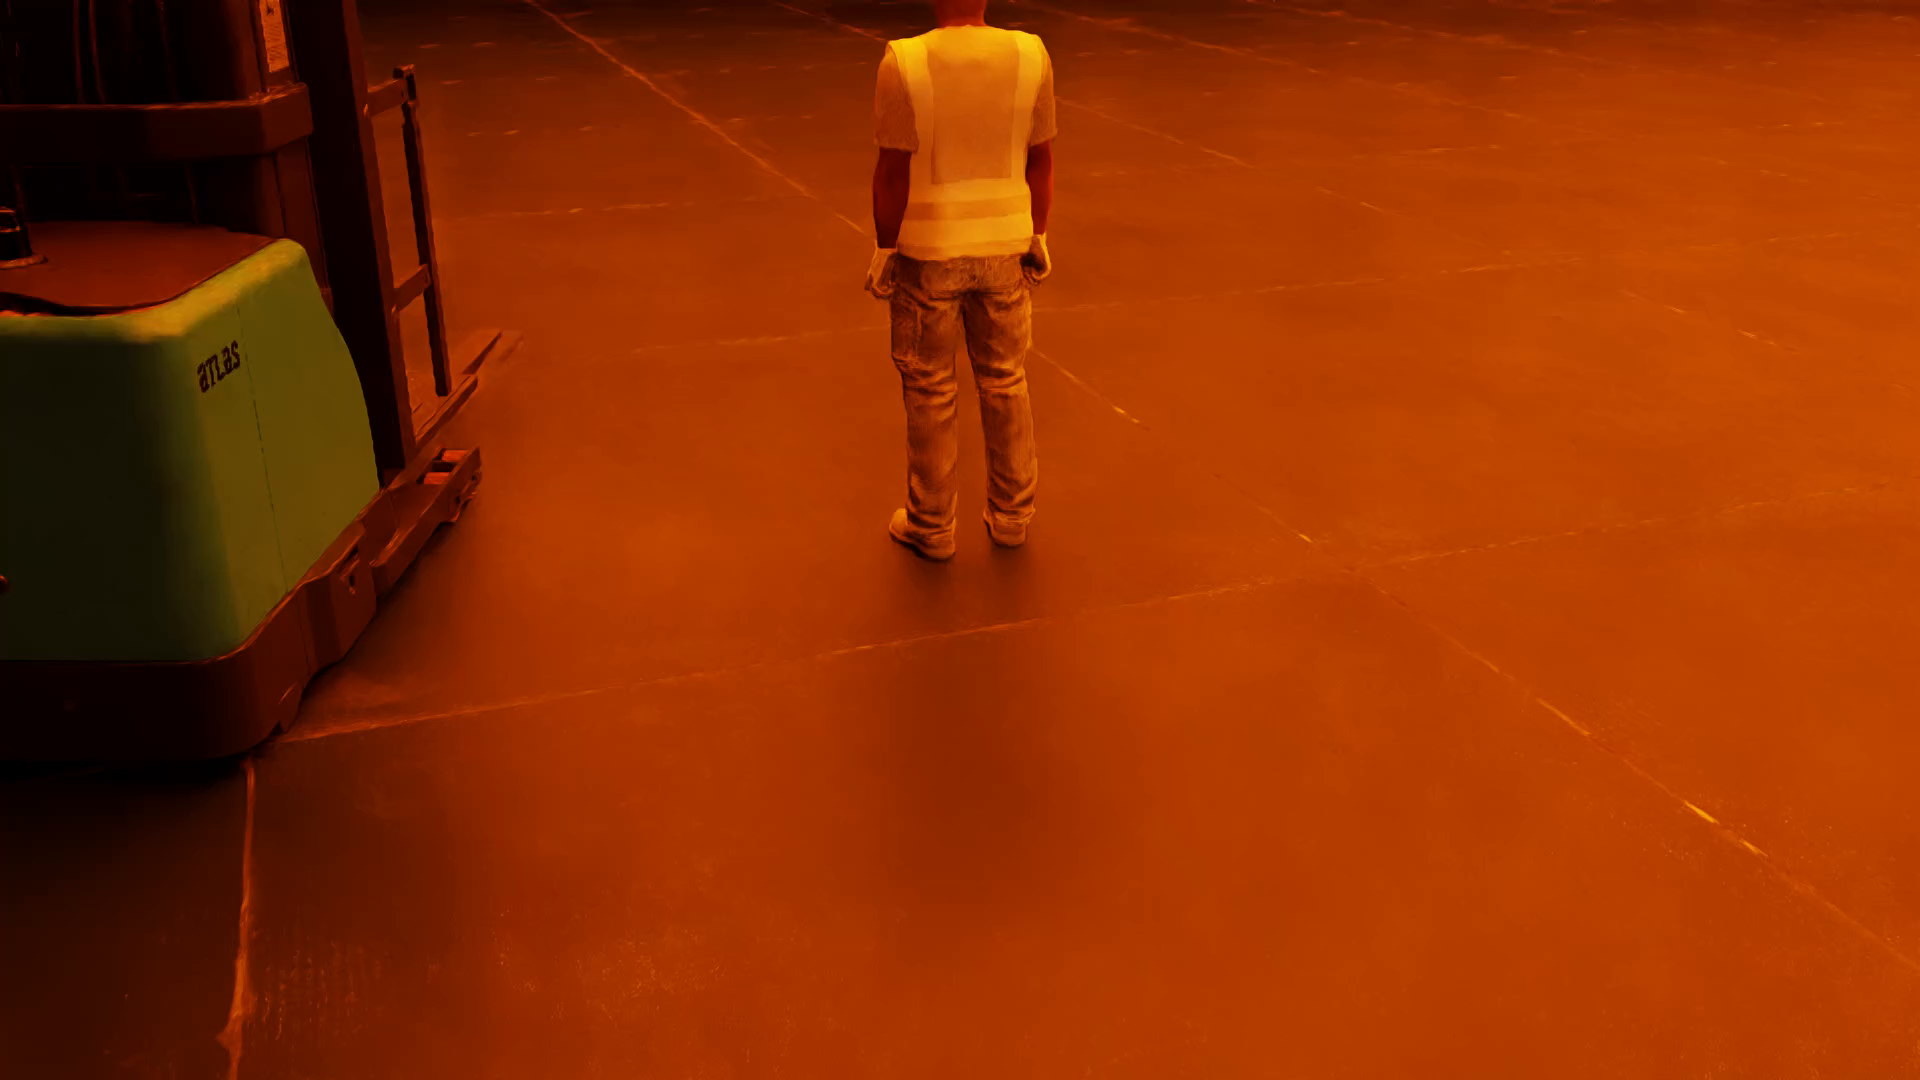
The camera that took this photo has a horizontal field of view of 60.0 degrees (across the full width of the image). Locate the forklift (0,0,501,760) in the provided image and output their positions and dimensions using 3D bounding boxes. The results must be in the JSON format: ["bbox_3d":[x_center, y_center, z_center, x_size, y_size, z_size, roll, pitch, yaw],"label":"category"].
[{"bbox_3d":[-2.120,-1.379,4.579,1.130,2.935,3.031,0,23,0],"label":"forklift"}]

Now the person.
[{"bbox_3d":[-0.006,-0.828,4.744,0.546,1.789,0.365,-8,24,-18],"label":"person"}]
